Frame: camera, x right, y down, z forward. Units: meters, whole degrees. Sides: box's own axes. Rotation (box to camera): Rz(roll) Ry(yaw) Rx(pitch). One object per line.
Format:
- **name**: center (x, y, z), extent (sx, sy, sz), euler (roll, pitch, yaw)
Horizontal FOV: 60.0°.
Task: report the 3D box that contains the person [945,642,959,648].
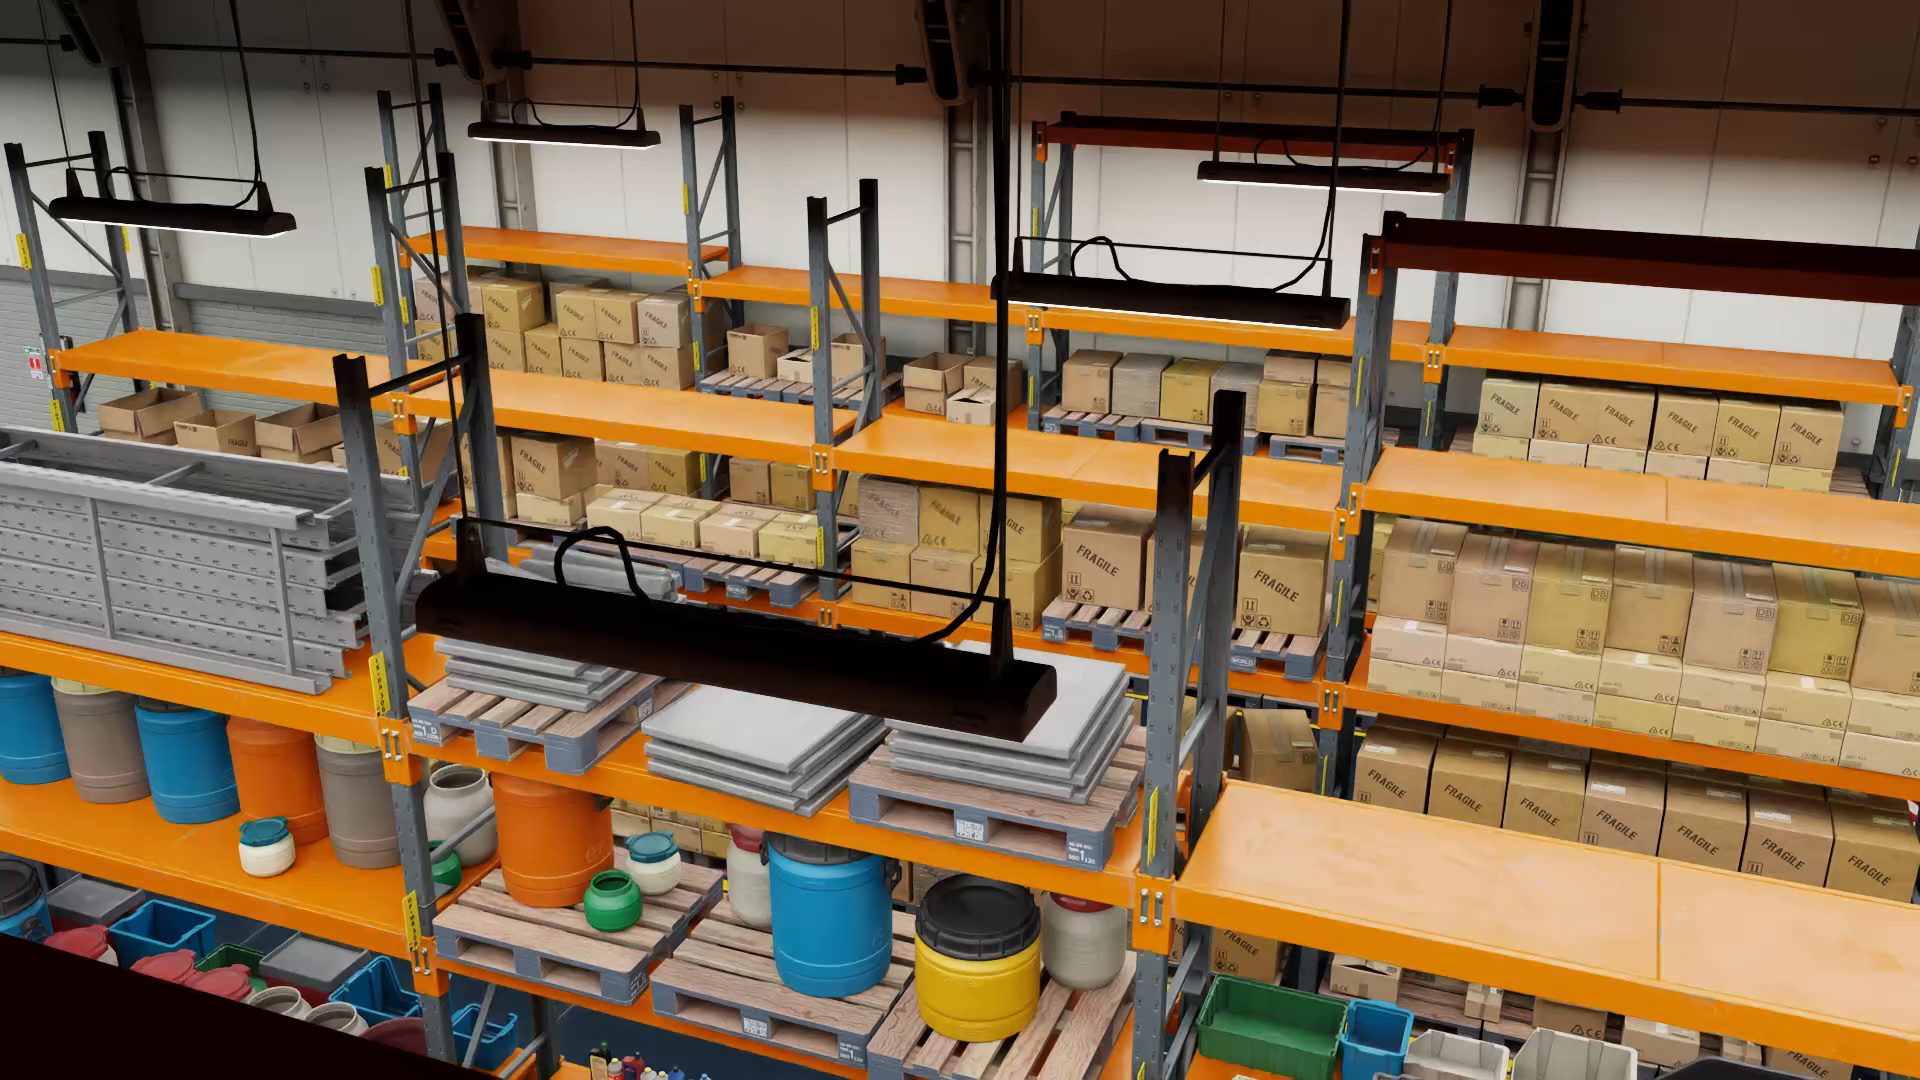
- **person**: center (0.180, 1.686, 15.517), extent (0.681, 1.763, 0.647), euler (4, 21, 11)
